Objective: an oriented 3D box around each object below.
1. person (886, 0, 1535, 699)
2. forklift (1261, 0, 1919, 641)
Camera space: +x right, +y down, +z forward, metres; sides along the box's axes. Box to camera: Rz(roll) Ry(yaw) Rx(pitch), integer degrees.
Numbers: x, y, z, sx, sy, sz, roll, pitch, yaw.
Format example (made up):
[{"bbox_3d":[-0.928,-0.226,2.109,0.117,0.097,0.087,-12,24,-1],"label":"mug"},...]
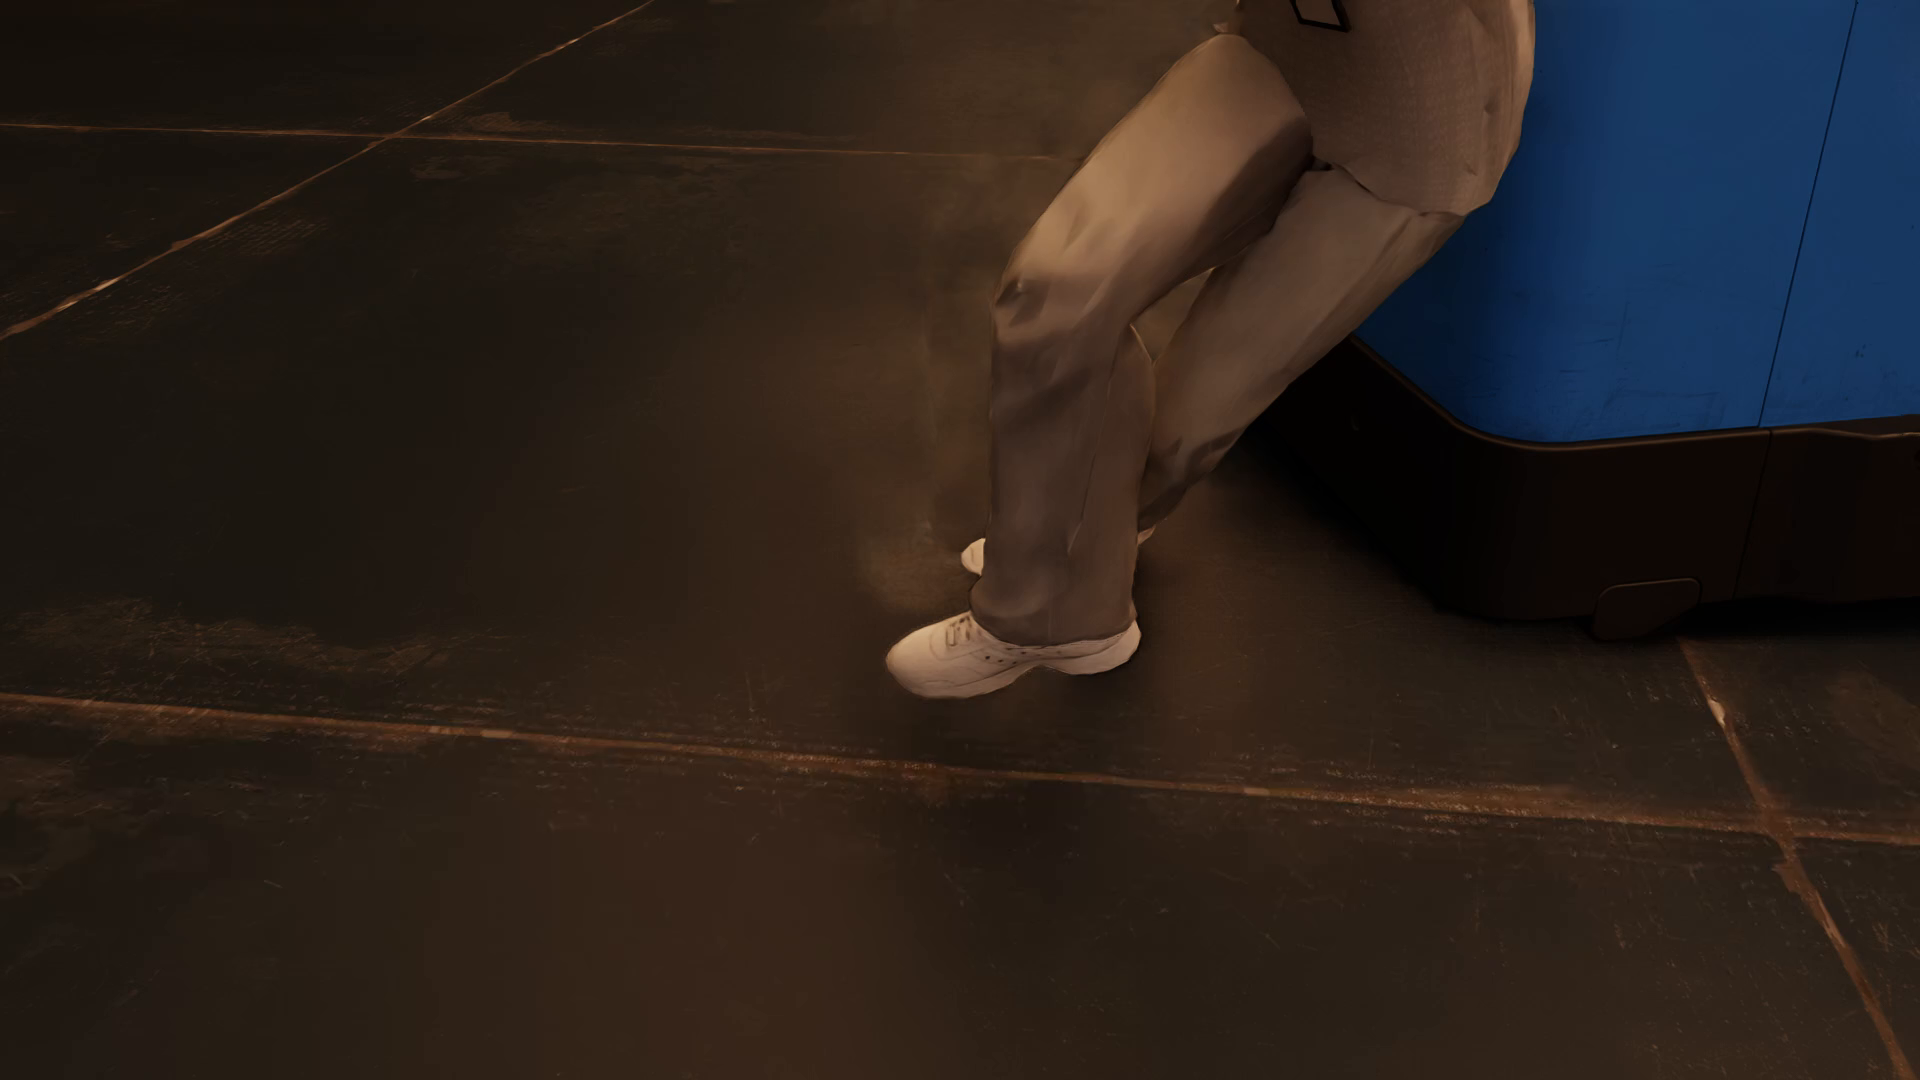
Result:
[{"bbox_3d":[0.168,-0.417,1.723,0.819,1.431,0.880,-22,34,-37],"label":"person"},{"bbox_3d":[2.024,-1.495,2.213,3.031,2.935,1.130,-5,27,-10],"label":"forklift"}]
